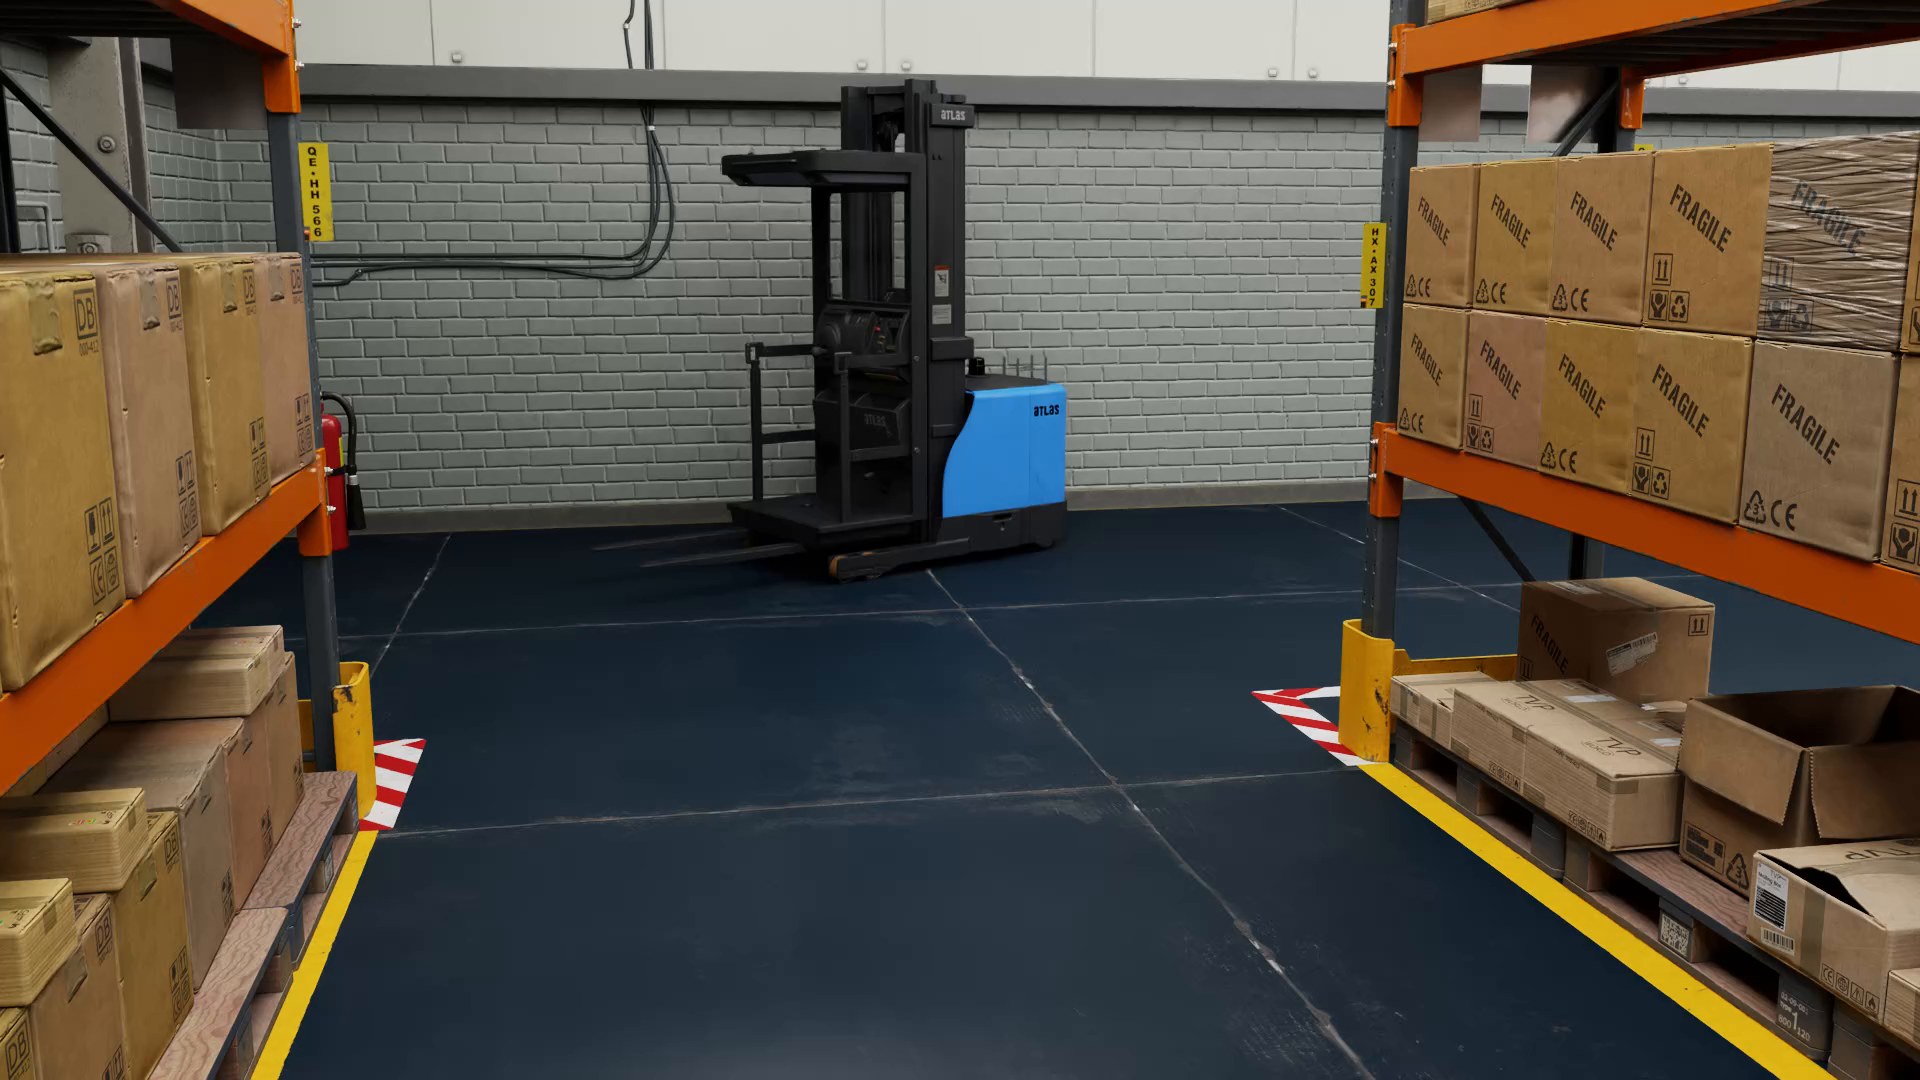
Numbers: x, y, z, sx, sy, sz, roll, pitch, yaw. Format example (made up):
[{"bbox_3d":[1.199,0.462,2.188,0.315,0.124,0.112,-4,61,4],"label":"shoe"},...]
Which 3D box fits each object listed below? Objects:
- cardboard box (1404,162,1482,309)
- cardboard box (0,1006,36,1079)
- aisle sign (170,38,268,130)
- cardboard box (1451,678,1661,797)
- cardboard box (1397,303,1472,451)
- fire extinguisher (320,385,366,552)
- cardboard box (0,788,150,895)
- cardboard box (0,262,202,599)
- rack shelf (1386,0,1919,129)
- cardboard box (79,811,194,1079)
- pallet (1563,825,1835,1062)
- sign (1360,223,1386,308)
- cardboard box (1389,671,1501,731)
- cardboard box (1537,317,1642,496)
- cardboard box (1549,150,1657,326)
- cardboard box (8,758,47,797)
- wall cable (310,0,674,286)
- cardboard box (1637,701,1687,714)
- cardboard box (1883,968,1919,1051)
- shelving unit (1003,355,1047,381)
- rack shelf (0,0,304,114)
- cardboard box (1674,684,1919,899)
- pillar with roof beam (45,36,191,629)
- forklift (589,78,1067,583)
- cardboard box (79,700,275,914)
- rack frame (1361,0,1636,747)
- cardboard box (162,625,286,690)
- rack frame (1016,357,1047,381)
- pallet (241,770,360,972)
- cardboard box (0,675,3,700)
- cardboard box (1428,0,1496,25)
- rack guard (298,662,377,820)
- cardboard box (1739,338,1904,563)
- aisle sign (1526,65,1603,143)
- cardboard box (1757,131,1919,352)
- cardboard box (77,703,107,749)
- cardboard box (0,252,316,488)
[{"bbox_3d":[1.964,-1.107,6.048,0.500,0.500,0.500,-2,11,-9],"label":"cardboard box"},{"bbox_3d":[-1.989,1.138,2.759,0.700,0.500,0.500,-2,11,-10],"label":"cardboard box"},{"bbox_3d":[-2.441,-1.778,5.562,0.394,0.787,0.004,-2,11,-11],"label":"aisle sign"},{"bbox_3d":[2.061,0.679,5.785,0.500,0.250,0.500,-2,11,-11],"label":"cardboard box"},{"bbox_3d":[1.964,-0.616,6.142,0.500,0.500,0.500,-2,11,-10],"label":"cardboard box"},{"bbox_3d":[-2.298,-0.300,5.955,0.296,0.674,0.183,-2,11,-11],"label":"fire extinguisher"},{"bbox_3d":[-1.978,0.654,3.566,0.380,0.149,0.250,-2,11,-13],"label":"cardboard box"},{"bbox_3d":[-2.321,-0.258,3.726,0.980,0.700,0.700,-3,11,-14],"label":"cardboard box"},{"bbox_3d":[2.526,-1.411,4.489,1.077,0.370,4.000,-2,11,-11],"label":"rack shelf"},{"bbox_3d":[-2.181,0.951,3.739,0.700,0.500,0.500,-2,11,-10],"label":"cardboard box"},{"bbox_3d":[2.541,1.096,4.875,1.003,0.211,1.213,-2,11,-11],"label":"pallet"},{"bbox_3d":[1.604,-1.063,6.444,0.100,0.325,0.005,-2,11,-11],"label":"sign"},{"bbox_3d":[1.881,0.616,6.385,0.380,0.149,0.250,-2,11,-11],"label":"cardboard box"},{"bbox_3d":[2.165,-0.429,5.161,0.500,0.500,0.500,-2,11,-11],"label":"cardboard box"},{"bbox_3d":[2.166,-0.919,5.063,0.500,0.500,0.500,-2,11,-10],"label":"cardboard box"},{"bbox_3d":[-2.460,0.568,4.018,0.380,0.149,0.250,-2,11,-10],"label":"cardboard box"},{"bbox_3d":[-3.471,-2.949,10.927,3.097,2.526,0.112,-2,11,-11],"label":"wall cable"},{"bbox_3d":[2.475,0.686,5.968,0.380,0.166,0.250,-2,11,-11],"label":"cardboard box"},{"bbox_3d":[2.394,1.100,3.845,0.380,0.149,0.250,-2,11,-11],"label":"cardboard box"},{"bbox_3d":[0.444,-0.662,11.465,0.258,1.200,0.189,-6,12,-28],"label":"shelving unit"},{"bbox_3d":[-2.333,-1.230,3.538,1.077,0.370,4.000,-2,11,-11],"label":"rack shelf"},{"bbox_3d":[2.544,0.742,4.776,0.797,0.503,0.637,-2,11,-11],"label":"cardboard box"},{"bbox_3d":[0.127,-4.044,8.377,9.100,9.000,0.400,-2,11,-11],"label":"pillar with roof beam"},{"bbox_3d":[-0.773,-1.295,10.161,3.031,2.935,1.130,-8,14,-37],"label":"forklift"},{"bbox_3d":[-2.390,0.761,4.736,0.700,0.500,0.500,-2,11,-11],"label":"cardboard box"},{"bbox_3d":[2.137,-0.658,6.629,1.000,3.000,0.127,-2,11,-11],"label":"rack frame"},{"bbox_3d":[-2.284,0.368,5.068,0.380,0.149,0.250,-2,11,-12],"label":"cardboard box"},{"bbox_3d":[0.487,-0.647,11.386,0.240,1.200,0.006,-6,12,-28],"label":"rack frame"},{"bbox_3d":[-2.489,1.037,5.184,1.003,0.211,1.213,-2,11,-11],"label":"pallet"},{"bbox_3d":[-2.033,0.009,2.322,0.980,0.700,0.700,-2,11,-10],"label":"cardboard box"},{"bbox_3d":[1.987,-1.954,5.819,0.500,0.250,0.500,-2,11,-11],"label":"cardboard box"},{"bbox_3d":[-2.726,0.747,5.936,1.175,0.500,0.348,-2,11,-11],"label":"rack guard"},{"bbox_3d":[2.362,-0.244,4.189,0.500,0.500,0.500,-2,11,-10],"label":"cardboard box"},{"bbox_3d":[2.424,-1.958,6.510,0.394,0.787,0.004,-2,11,-11],"label":"aisle sign"},{"bbox_3d":[2.362,-0.734,4.088,0.500,0.500,0.500,-2,11,-11],"label":"cardboard box"},{"bbox_3d":[-2.560,0.474,4.510,0.380,0.149,0.250,-2,11,-11],"label":"cardboard box"},{"bbox_3d":[-2.613,-0.531,5.161,0.980,0.700,0.700,-2,11,-8],"label":"cardboard box"}]
